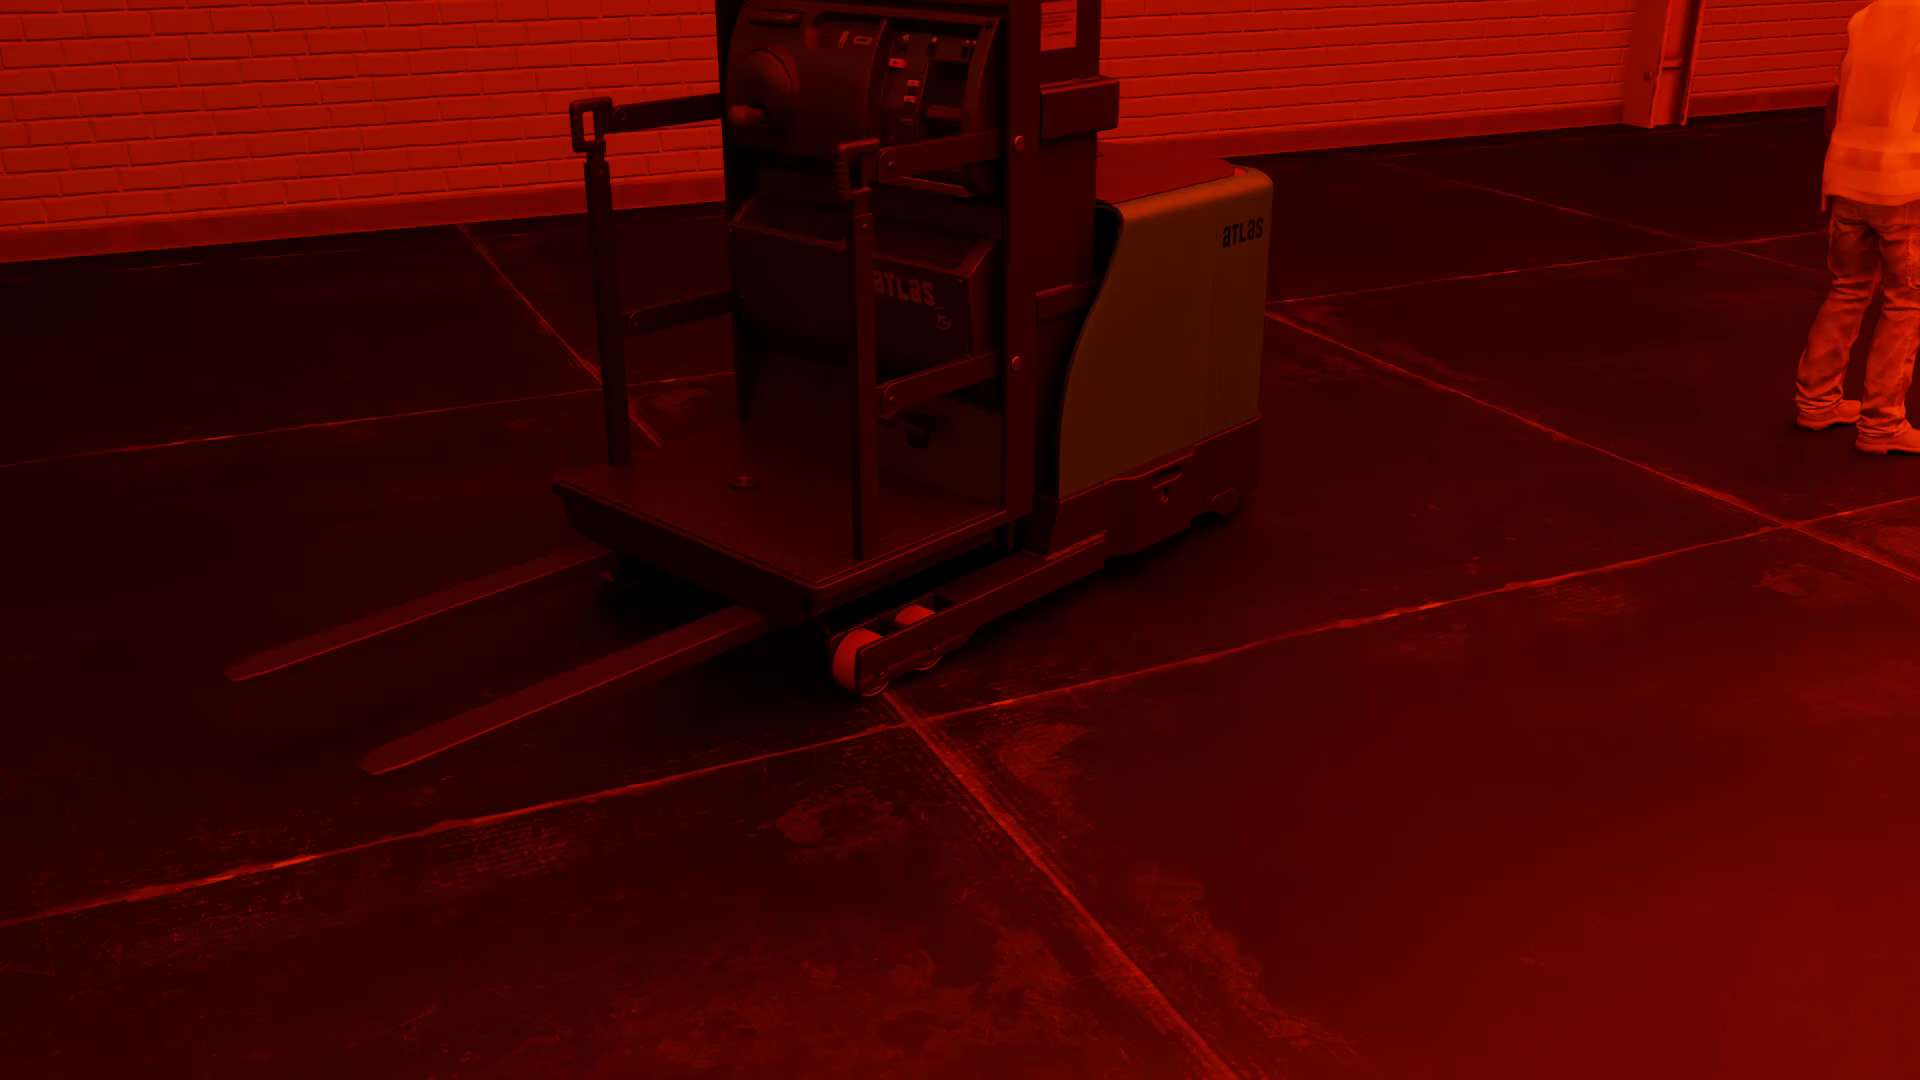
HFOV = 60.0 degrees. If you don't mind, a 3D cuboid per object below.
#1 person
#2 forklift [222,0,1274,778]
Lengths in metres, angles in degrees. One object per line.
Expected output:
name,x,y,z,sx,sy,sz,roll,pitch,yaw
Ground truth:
person,3.224,-1.210,5.711,0.448,1.774,0.628,-8,24,-18
forklift,-0.413,-1.182,4.131,1.130,2.935,3.031,19,29,39
